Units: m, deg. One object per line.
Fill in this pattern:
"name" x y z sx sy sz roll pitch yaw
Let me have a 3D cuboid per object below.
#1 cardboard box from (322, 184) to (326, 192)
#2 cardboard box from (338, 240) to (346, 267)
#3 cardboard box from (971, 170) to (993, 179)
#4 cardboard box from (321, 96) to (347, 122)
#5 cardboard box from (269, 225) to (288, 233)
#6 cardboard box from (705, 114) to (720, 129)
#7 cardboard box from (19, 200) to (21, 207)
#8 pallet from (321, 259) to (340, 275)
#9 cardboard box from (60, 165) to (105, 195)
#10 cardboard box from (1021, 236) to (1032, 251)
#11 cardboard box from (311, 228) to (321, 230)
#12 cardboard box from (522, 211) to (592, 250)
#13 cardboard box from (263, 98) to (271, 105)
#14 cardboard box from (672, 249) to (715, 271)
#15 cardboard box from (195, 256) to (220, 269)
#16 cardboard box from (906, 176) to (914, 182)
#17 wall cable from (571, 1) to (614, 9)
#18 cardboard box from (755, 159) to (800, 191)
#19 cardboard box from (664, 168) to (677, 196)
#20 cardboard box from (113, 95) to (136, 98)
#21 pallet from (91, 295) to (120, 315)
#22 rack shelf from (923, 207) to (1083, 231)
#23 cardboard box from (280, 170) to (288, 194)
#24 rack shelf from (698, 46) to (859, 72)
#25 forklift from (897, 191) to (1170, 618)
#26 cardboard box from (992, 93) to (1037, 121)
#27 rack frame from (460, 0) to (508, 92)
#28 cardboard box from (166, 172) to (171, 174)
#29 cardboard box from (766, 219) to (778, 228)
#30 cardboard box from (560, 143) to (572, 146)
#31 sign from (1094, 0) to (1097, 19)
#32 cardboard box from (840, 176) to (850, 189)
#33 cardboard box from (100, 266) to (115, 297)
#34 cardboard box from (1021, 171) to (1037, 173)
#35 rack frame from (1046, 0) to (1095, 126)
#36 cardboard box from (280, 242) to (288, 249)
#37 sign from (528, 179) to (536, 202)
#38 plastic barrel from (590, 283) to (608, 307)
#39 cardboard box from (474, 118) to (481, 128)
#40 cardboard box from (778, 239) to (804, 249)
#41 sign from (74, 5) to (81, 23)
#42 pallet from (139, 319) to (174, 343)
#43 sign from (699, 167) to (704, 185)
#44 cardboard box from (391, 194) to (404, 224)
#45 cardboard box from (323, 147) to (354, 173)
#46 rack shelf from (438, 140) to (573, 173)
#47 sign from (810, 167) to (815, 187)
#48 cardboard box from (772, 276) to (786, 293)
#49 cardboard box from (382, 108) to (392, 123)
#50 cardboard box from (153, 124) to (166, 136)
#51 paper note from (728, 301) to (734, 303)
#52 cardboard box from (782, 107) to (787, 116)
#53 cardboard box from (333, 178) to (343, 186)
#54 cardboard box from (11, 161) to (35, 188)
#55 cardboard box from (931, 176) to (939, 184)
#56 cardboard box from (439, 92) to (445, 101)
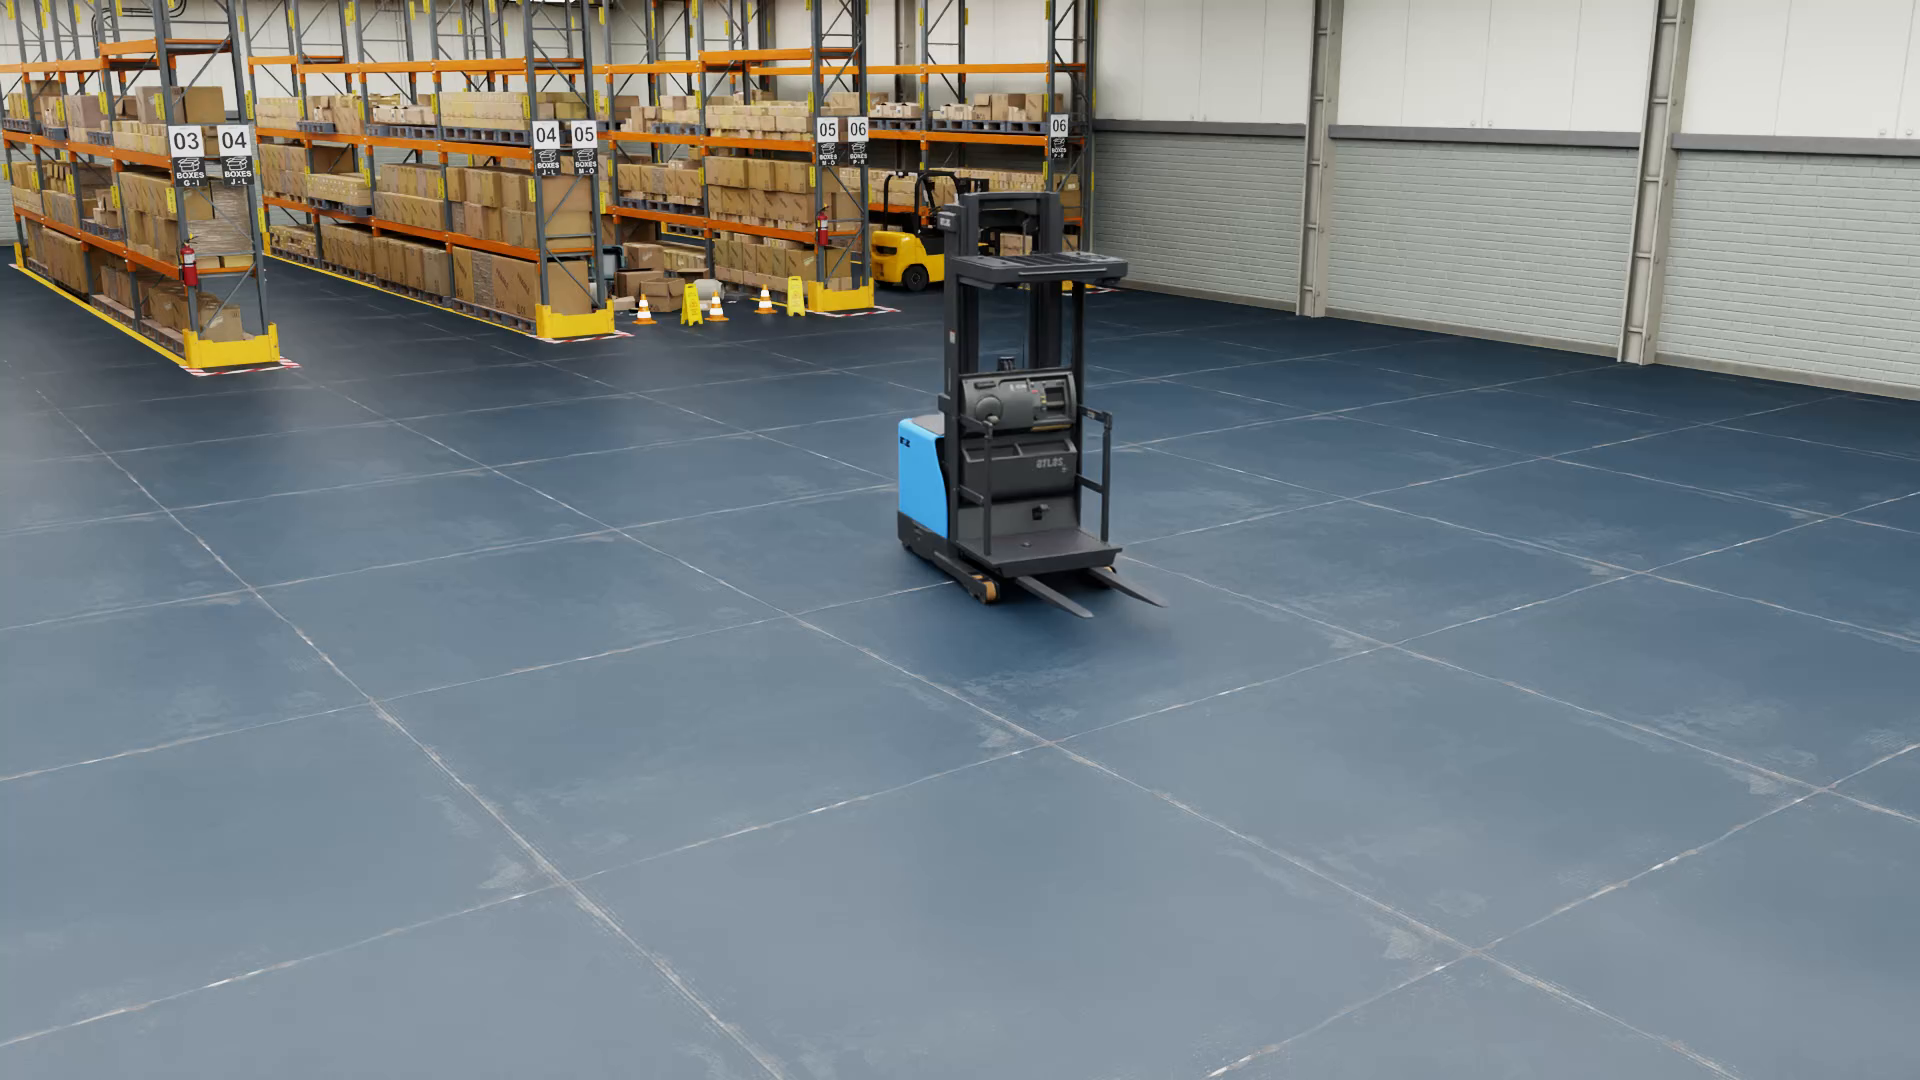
"cardboard box" -12.518 -7.039 33.229 0.380 0.149 0.250 -10 18 -32
"cardboard box" -12.146 -5.768 33.407 0.500 0.500 0.500 -10 18 -34
"cardboard box" 0.433 -7.173 32.620 0.380 0.149 0.250 -11 19 -35
"cardboard box" -12.195 -8.541 32.928 0.797 0.503 0.637 -11 19 -35
"cardboard box" -15.316 -6.996 37.434 0.380 0.149 0.250 -12 19 -37
"cardboard box" -4.311 -7.655 30.403 0.500 0.250 0.500 -11 19 -36
"cardboard box" -19.021 -6.885 34.027 0.380 0.149 0.250 -11 19 -35
"pallet" -12.538 -5.681 34.434 1.003 0.211 1.213 -11 19 -35
"cardboard box" -15.914 -6.562 30.281 0.797 0.503 0.637 -10 18 -33
"cardboard box" 1.493 -5.600 31.372 0.500 0.250 0.500 -10 18 -33
"cardboard box" -14.107 -6.802 36.723 0.380 0.149 0.250 -12 19 -36
"cardboard box" -6.196 -4.775 25.554 0.875 0.550 0.550 -11 19 -35
"cardboard box" -14.964 -9.571 36.264 0.380 0.149 0.250 -11 19 -34
"cardboard box" -5.084 -5.474 32.575 0.950 0.372 0.625 -10 18 -31
"cardboard box" -10.347 -3.789 22.715 0.380 0.149 0.250 -11 19 -35
"cardboard box" -0.883 -7.497 34.368 0.380 0.149 0.250 -11 19 -35
"wall cable" -9.674 -16.588 47.101 2.988 3.039 0.133 -11 19 -35
"cardboard box" -3.148 -6.371 29.025 0.700 0.500 0.500 -11 19 -35
"cardboard box" -5.397 -6.948 32.232 0.500 0.500 0.500 -10 18 -33
"cardboard box" -13.645 -7.047 27.323 0.500 0.500 0.500 -10 18 -34
"pallet" -14.258 -4.078 28.575 1.003 0.211 1.213 -11 19 -35
"rack shelf" 0.840 -6.271 32.670 1.077 0.370 4.000 -11 19 -35
"cardboard box" -14.391 -7.775 36.047 0.500 0.500 0.500 -11 19 -36
"rack shelf" -3.173 -8.392 29.060 1.077 0.370 4.000 -11 19 -35
"forklift" 0.543 -1.071 12.438 1.130 2.935 3.031 -7 17 -23
"cardboard box" 1.037 -8.228 31.599 0.700 0.500 0.500 -11 19 -34
"rack frame" -11.404 -11.730 39.887 1.000 3.000 0.127 -11 19 -35
"cardboard box" -11.582 -5.250 24.928 0.500 0.500 0.500 -11 19 -35
"cardboard box" -3.198 -5.608 29.358 0.380 0.149 0.250 -11 19 -35
"cardboard box" -9.028 -8.933 37.721 0.380 0.149 0.250 -11 19 -35
"sign" 2.469 -9.696 30.388 0.100 0.325 0.005 -11 19 -35
"cardboard box" -2.331 -7.828 36.334 0.500 0.250 0.500 -10 18 -33
"cardboard box" -14.306 -4.457 28.578 0.700 0.500 0.500 -12 19 -37
"cardboard box" 1.390 -7.023 32.074 0.380 0.149 0.250 -10 18 -33
"rack frame" 2.016 -9.085 30.222 1.000 3.000 0.127 -11 19 -35
"cardboard box" -14.866 -6.546 36.915 0.380 0.149 0.250 -11 19 -34
"sign" -6.388 -5.221 24.829 0.100 0.325 0.005 -11 19 -35
"plastic barrel" -6.385 -4.237 28.756 0.512 0.421 0.421 1 15 4
"cardboard box" -7.460 -6.605 26.336 0.380 0.149 0.250 -11 19 -34
"cardboard box" -2.949 -5.169 29.045 0.380 0.149 0.250 -10 18 -33
"sign" -16.636 -9.913 31.330 0.100 0.325 0.005 -11 19 -35
"pallet" -11.941 -3.253 25.561 1.003 0.211 1.213 -11 19 -35
"sign" -4.795 -6.746 30.847 0.100 0.325 0.005 -11 19 -35
"cardboard box" -10.002 -6.033 30.247 0.500 0.500 0.500 -11 19 -35
"cardboard box" -13.065 -8.001 34.978 0.500 0.500 0.500 -10 18 -33
"rack shelf" -7.117 -6.157 26.570 1.077 0.370 4.000 -11 19 -35
"sign" -2.457 -6.049 27.703 0.100 0.325 0.005 -11 19 -35
"cardboard box" -2.988 -4.539 29.391 0.500 0.250 0.500 -11 19 -34
"cardboard box" -10.103 -7.668 30.027 0.500 0.250 0.500 -10 18 -33
"cardboard box" -10.736 -5.574 22.608 0.380 0.149 0.250 -12 19 -37
"paper note" -4.038 -4.220 29.435 0.148 0.019 0.142 10 18 33
"cardboard box" -2.827 -7.331 28.464 0.380 0.149 0.250 -11 19 -34
"cardboard box" -12.063 -7.017 32.584 0.380 0.149 0.250 -10 18 -32
"cardboard box" -19.062 -7.480 34.023 0.500 0.500 0.500 -11 19 -36
"cardboard box" -0.361 -7.297 33.638 0.380 0.149 0.250 -11 19 -35
"cardboard box" -8.354 -7.315 27.418 0.380 0.149 0.250 -11 19 -34
